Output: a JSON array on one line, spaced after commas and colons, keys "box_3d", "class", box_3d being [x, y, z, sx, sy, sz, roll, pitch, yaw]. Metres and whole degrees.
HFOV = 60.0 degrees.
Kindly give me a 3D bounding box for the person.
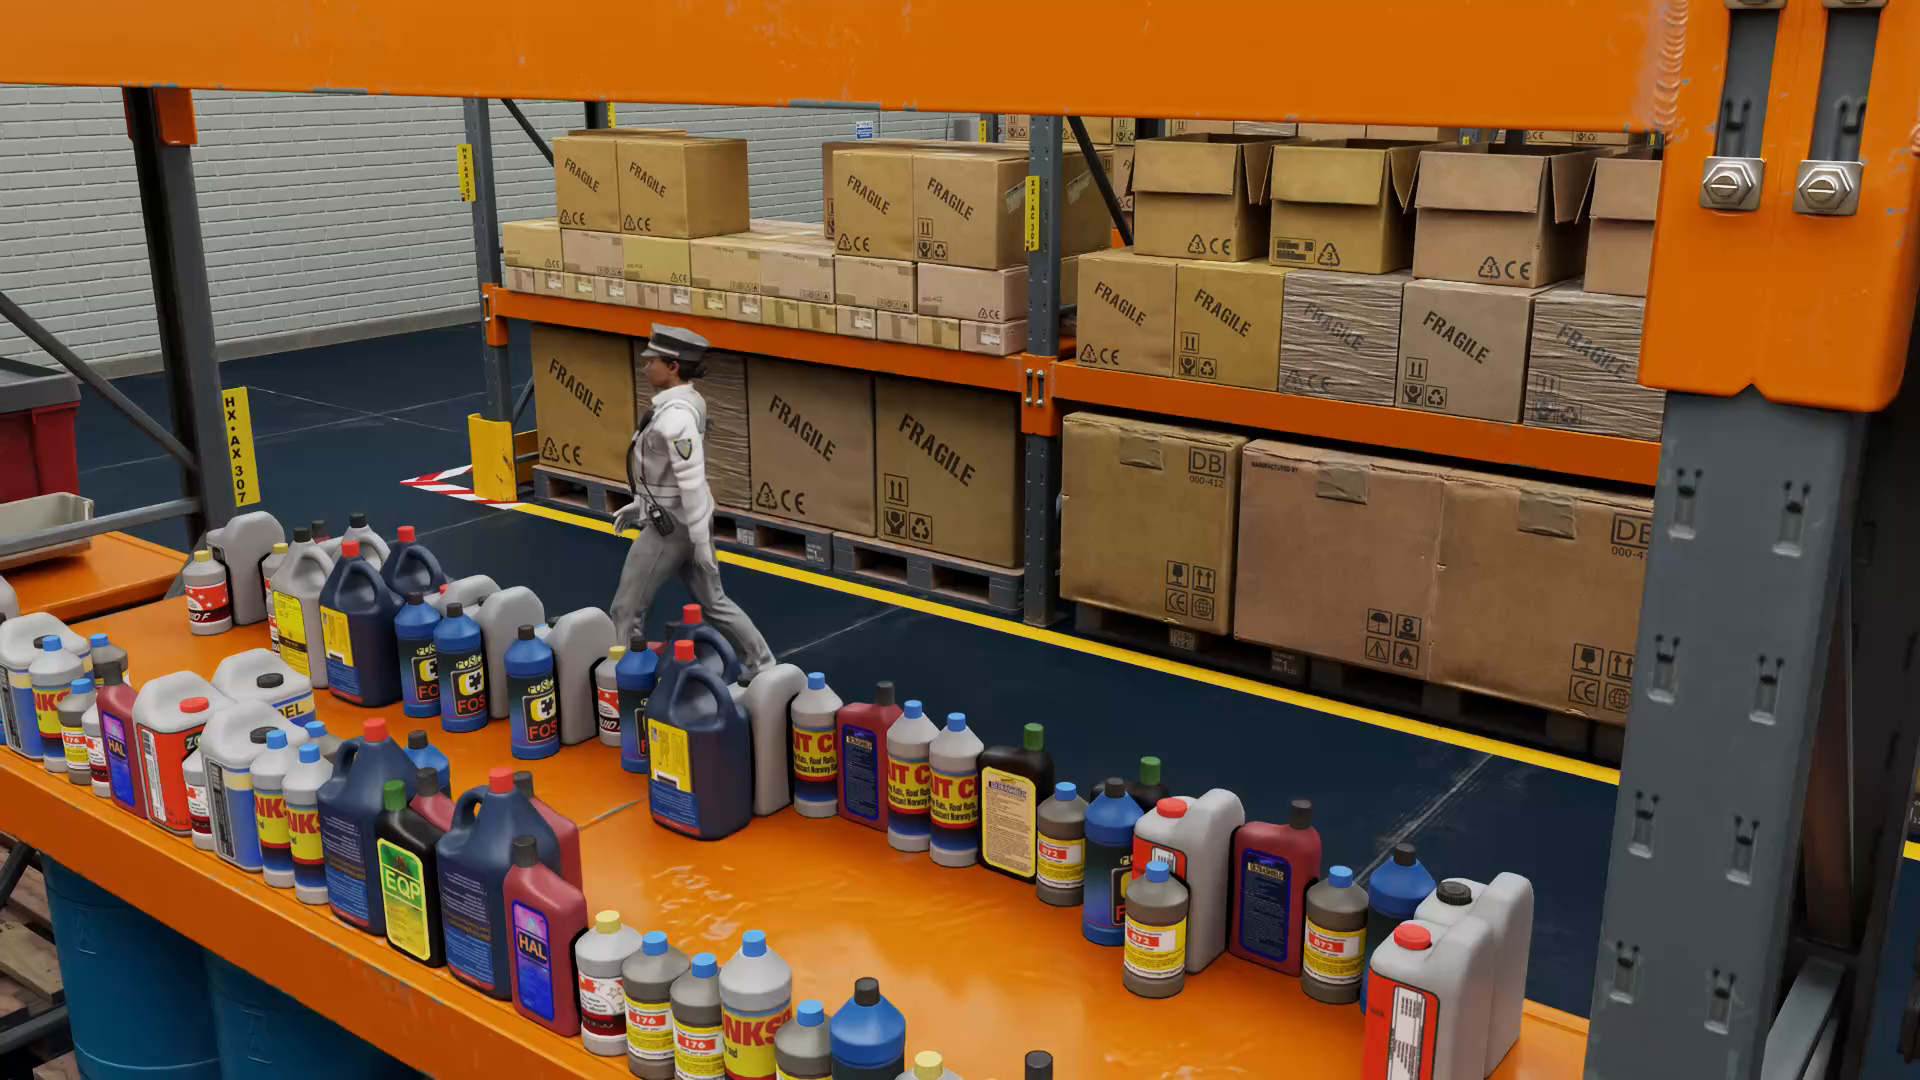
[{"box_3d": [-1.233, -0.085, 6.796, 0.985, 1.625, 0.499, 1, 17, 2], "class": "person"}]
